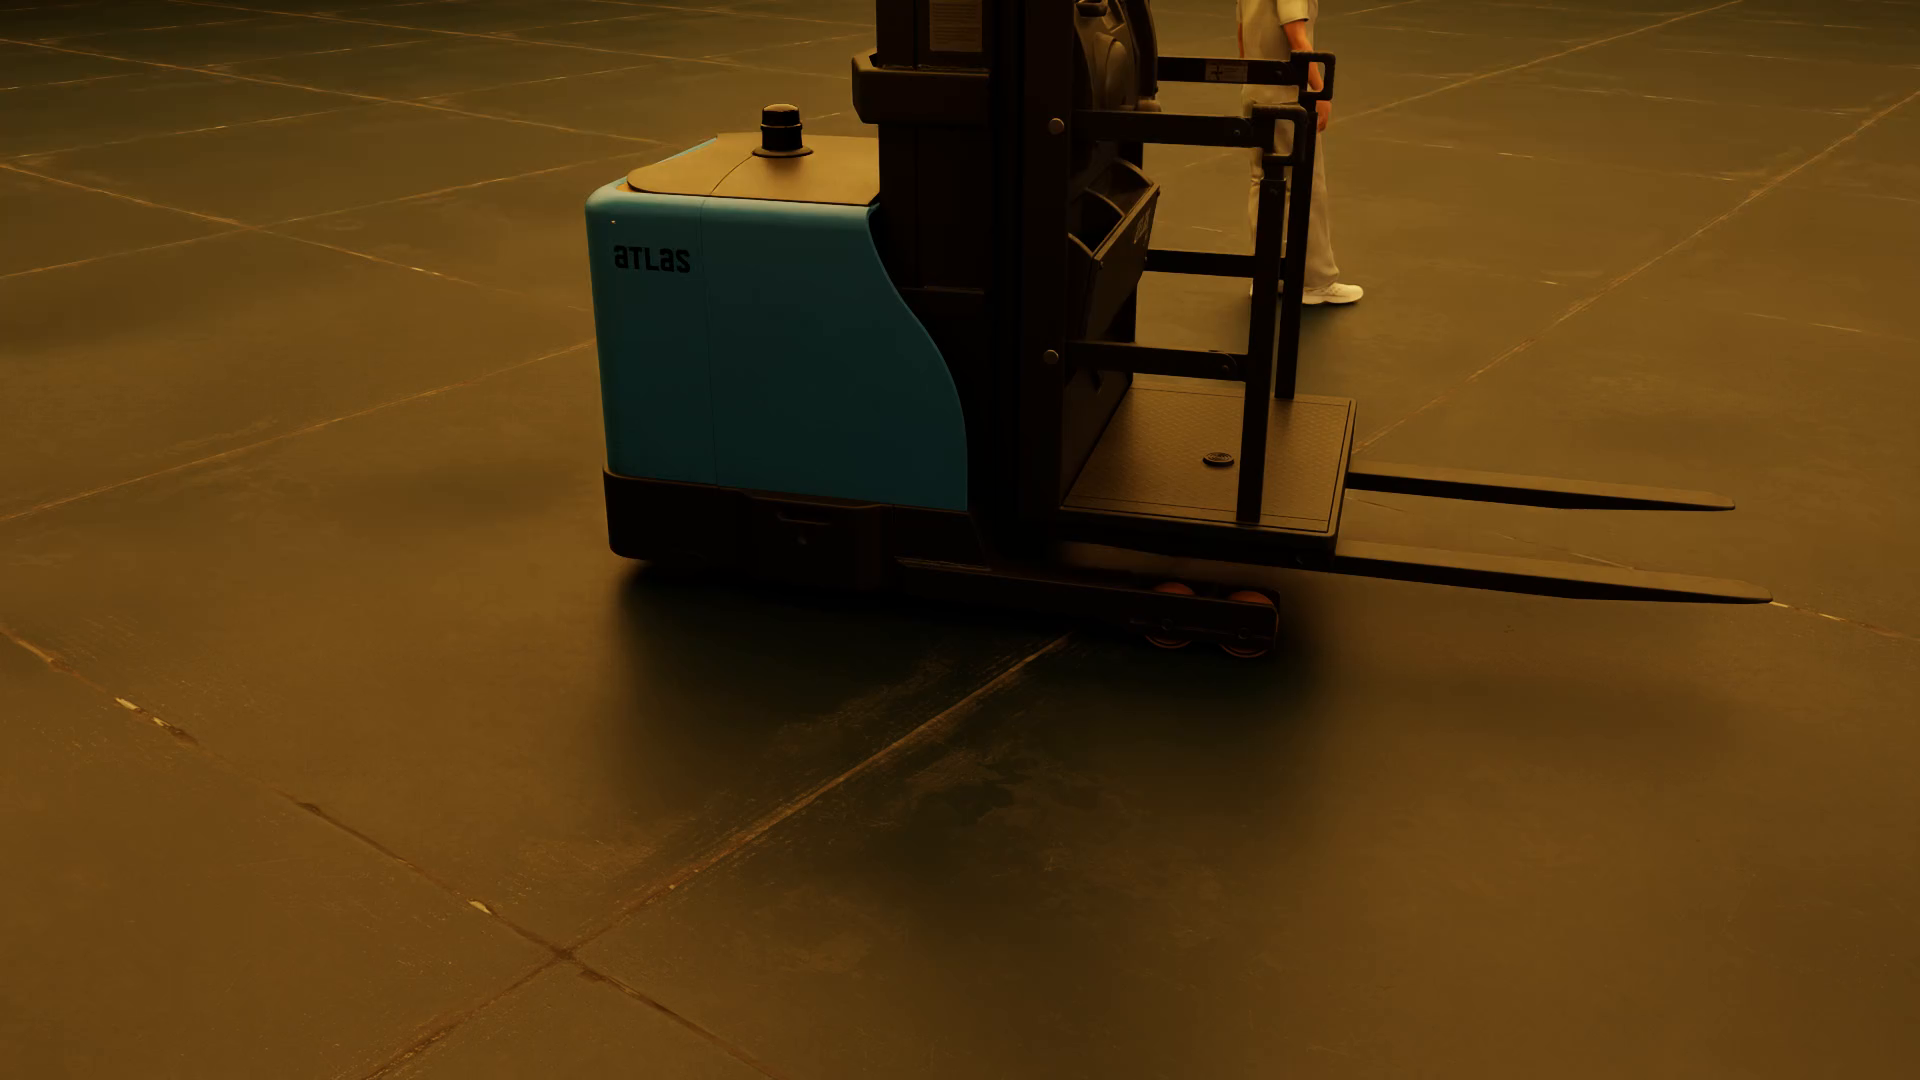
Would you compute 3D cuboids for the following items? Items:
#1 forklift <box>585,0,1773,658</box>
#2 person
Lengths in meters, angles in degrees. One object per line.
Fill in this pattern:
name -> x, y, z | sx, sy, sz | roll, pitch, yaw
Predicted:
forklift -> 0.587, -1.281, 4.173 | 3.031, 2.935, 1.130 | 6, 24, 14
person -> 1.425, -1.862, 7.088 | 0.550, 1.663, 0.546 | -10, 25, -21
